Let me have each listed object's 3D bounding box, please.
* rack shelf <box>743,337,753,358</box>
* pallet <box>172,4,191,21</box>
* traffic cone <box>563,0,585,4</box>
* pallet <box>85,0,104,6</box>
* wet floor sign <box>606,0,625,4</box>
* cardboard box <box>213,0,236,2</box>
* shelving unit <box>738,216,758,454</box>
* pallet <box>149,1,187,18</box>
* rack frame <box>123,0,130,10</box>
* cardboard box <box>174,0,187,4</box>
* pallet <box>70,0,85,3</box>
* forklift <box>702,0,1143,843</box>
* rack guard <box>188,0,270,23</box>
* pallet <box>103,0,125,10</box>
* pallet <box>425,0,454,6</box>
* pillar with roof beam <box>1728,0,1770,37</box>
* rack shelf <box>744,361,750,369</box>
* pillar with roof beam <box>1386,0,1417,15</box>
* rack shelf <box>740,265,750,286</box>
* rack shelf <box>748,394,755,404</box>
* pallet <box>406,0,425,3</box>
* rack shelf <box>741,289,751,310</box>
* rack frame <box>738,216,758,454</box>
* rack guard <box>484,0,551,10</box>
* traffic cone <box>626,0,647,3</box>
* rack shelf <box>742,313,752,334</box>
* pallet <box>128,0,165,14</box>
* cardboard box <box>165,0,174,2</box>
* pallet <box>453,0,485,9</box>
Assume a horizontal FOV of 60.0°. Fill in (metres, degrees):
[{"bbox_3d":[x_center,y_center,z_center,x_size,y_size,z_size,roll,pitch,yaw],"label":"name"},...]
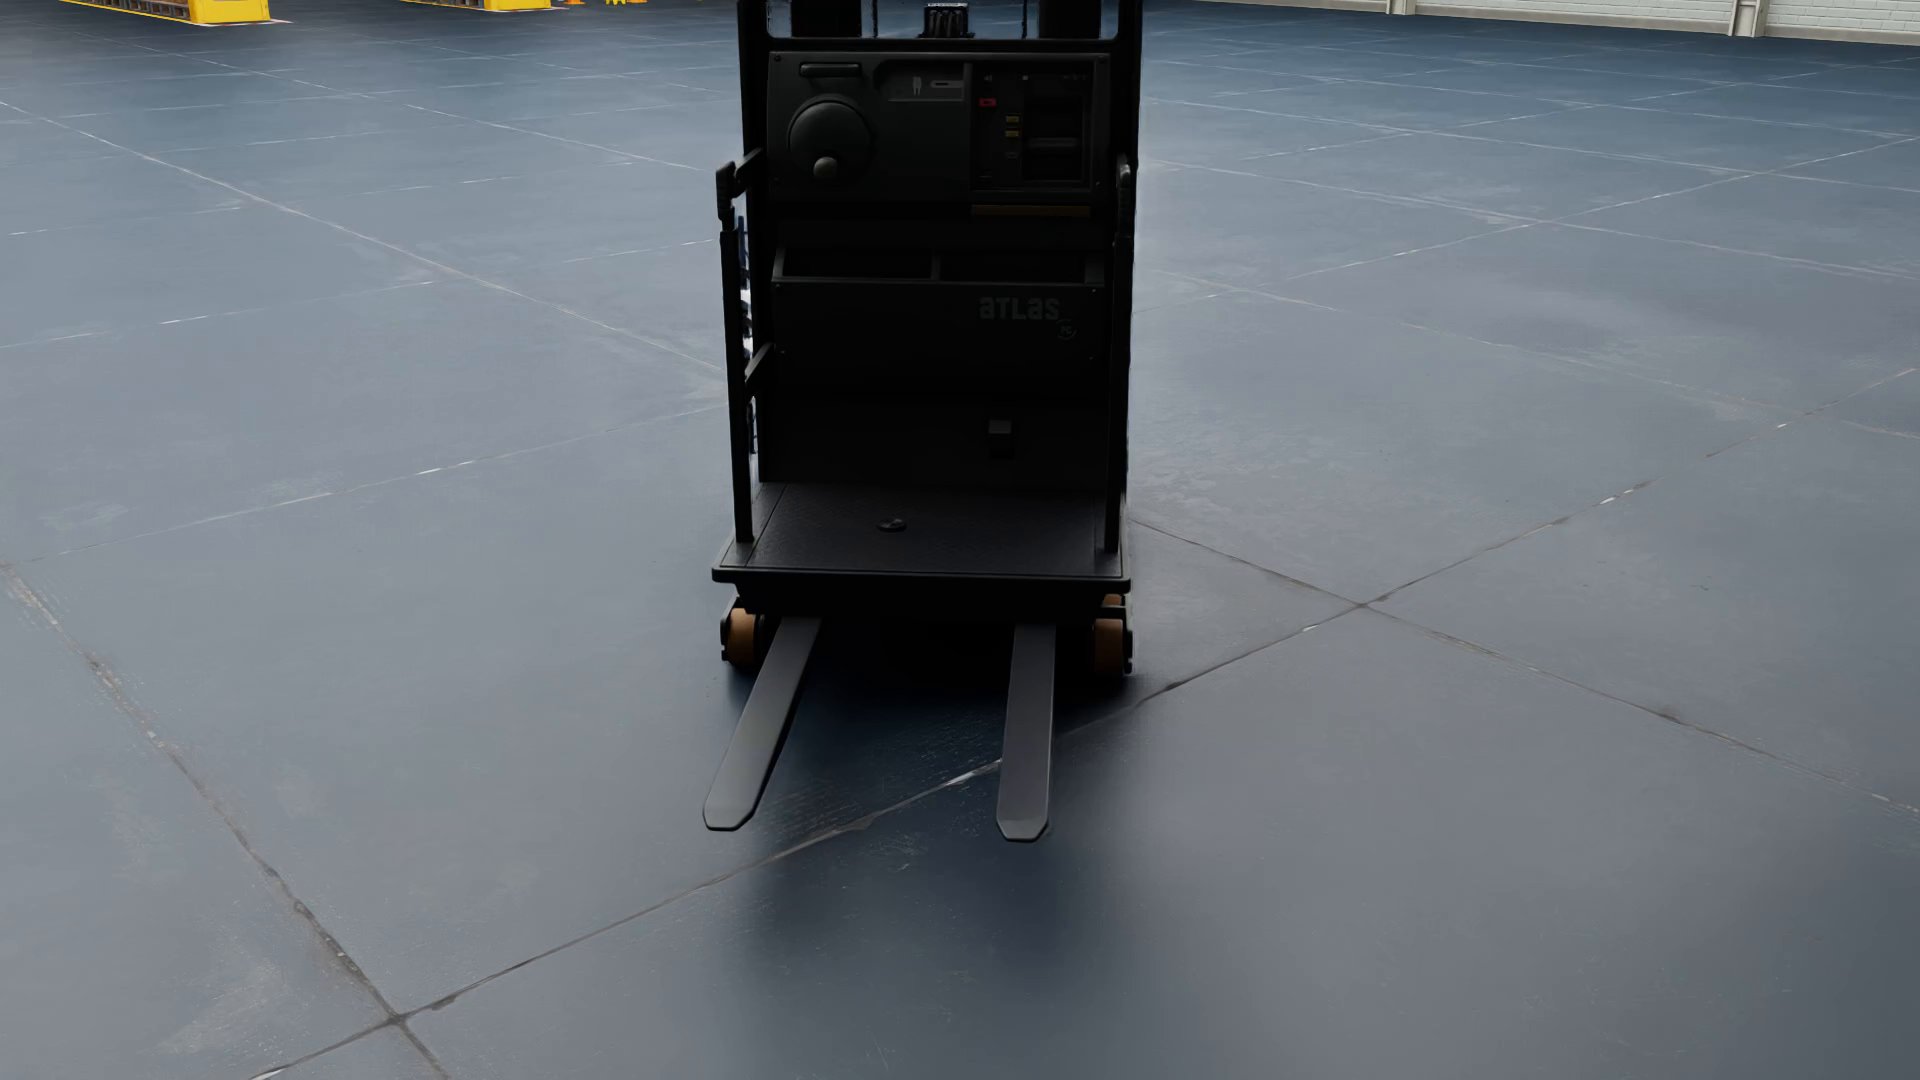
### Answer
[{"bbox_3d":[-0.645,-0.703,6.136,0.258,0.077,0.200,-12,24,-27],"label":"rack shelf"},{"bbox_3d":[-12.319,-8.741,27.512,1.003,0.211,1.213,-17,27,-37],"label":"pallet"},{"bbox_3d":[-7.213,-10.242,30.999,0.336,0.463,0.334,-17,27,-37],"label":"traffic cone"},{"bbox_3d":[-15.687,-10.144,31.095,1.003,0.211,1.213,-17,27,-37],"label":"pallet"},{"bbox_3d":[-6.424,-10.306,30.911,0.232,0.644,0.267,17,27,36],"label":"wet floor sign"},{"bbox_3d":[-12.161,-8.994,27.185,0.500,0.500,0.500,-12,24,-28],"label":"cardboard box"},{"bbox_3d":[-0.645,-0.734,6.124,0.258,0.900,0.210,-12,24,-27],"label":"shelving unit"},{"bbox_3d":[-13.111,-9.078,28.372,1.003,0.211,1.213,-17,27,-37],"label":"pallet"},{"bbox_3d":[-14.377,-10.891,29.177,1.000,3.000,0.127,-17,27,-37],"label":"rack frame"},{"bbox_3d":[-12.971,-9.328,28.039,0.500,0.500,0.500,-14,26,-33],"label":"cardboard box"},{"bbox_3d":[-16.479,-10.481,31.955,1.003,0.211,1.213,-17,27,-37],"label":"pallet"},{"bbox_3d":[-0.072,-1.114,4.309,1.130,2.935,3.031,2,21,4],"label":"forklift"},{"bbox_3d":[-11.816,-8.643,26.865,1.175,0.500,0.348,-17,27,-37],"label":"rack guard"},{"bbox_3d":[-14.886,-9.807,30.234,1.003,0.211,1.213,-17,27,-37],"label":"pallet"},{"bbox_3d":[-9.316,-10.179,31.184,1.003,0.211,1.213,-17,27,-37],"label":"pallet"},{"bbox_3d":[8.216,-10.530,20.029,9.100,9.000,0.400,-17,27,-37],"label":"pillar with roof beam"},{"bbox_3d":[-0.645,-0.619,6.169,0.258,0.077,0.200,-12,24,-27],"label":"rack shelf"},{"bbox_3d":[4.299,-12.187,24.261,9.100,9.000,0.400,-17,27,-37],"label":"pillar with roof beam"},{"bbox_3d":[-0.645,-0.954,6.038,0.258,0.077,0.200,-12,24,-27],"label":"rack shelf"},{"bbox_3d":[-0.645,-0.535,6.202,0.258,0.077,0.200,-12,24,-27],"label":"rack shelf"},{"bbox_3d":[-10.116,-10.516,32.045,1.003,0.211,1.213,-17,27,-37],"label":"pallet"},{"bbox_3d":[-0.645,-0.871,6.071,0.258,0.077,0.200,-12,24,-27],"label":"rack shelf"},{"bbox_3d":[-0.695,-0.766,6.207,0.240,0.900,0.006,-12,24,-27],"label":"rack frame"},{"bbox_3d":[-7.927,-9.768,29.737,1.175,0.500,0.348,-17,27,-37],"label":"rack guard"},{"bbox_3d":[-6.135,-10.417,31.446,0.336,0.463,0.334,-17,27,-37],"label":"traffic cone"},{"bbox_3d":[-0.645,-0.787,6.103,0.258,0.077,0.200,-12,24,-27],"label":"rack shelf"},{"bbox_3d":[-13.912,-9.415,29.233,1.003,0.211,1.213,-17,27,-37],"label":"pallet"},{"bbox_3d":[-13.302,-9.493,28.460,0.500,0.500,0.500,19,29,40],"label":"cardboard box"},{"bbox_3d":[-8.524,-9.842,30.324,1.003,0.211,1.213,-17,27,-37],"label":"pallet"}]
